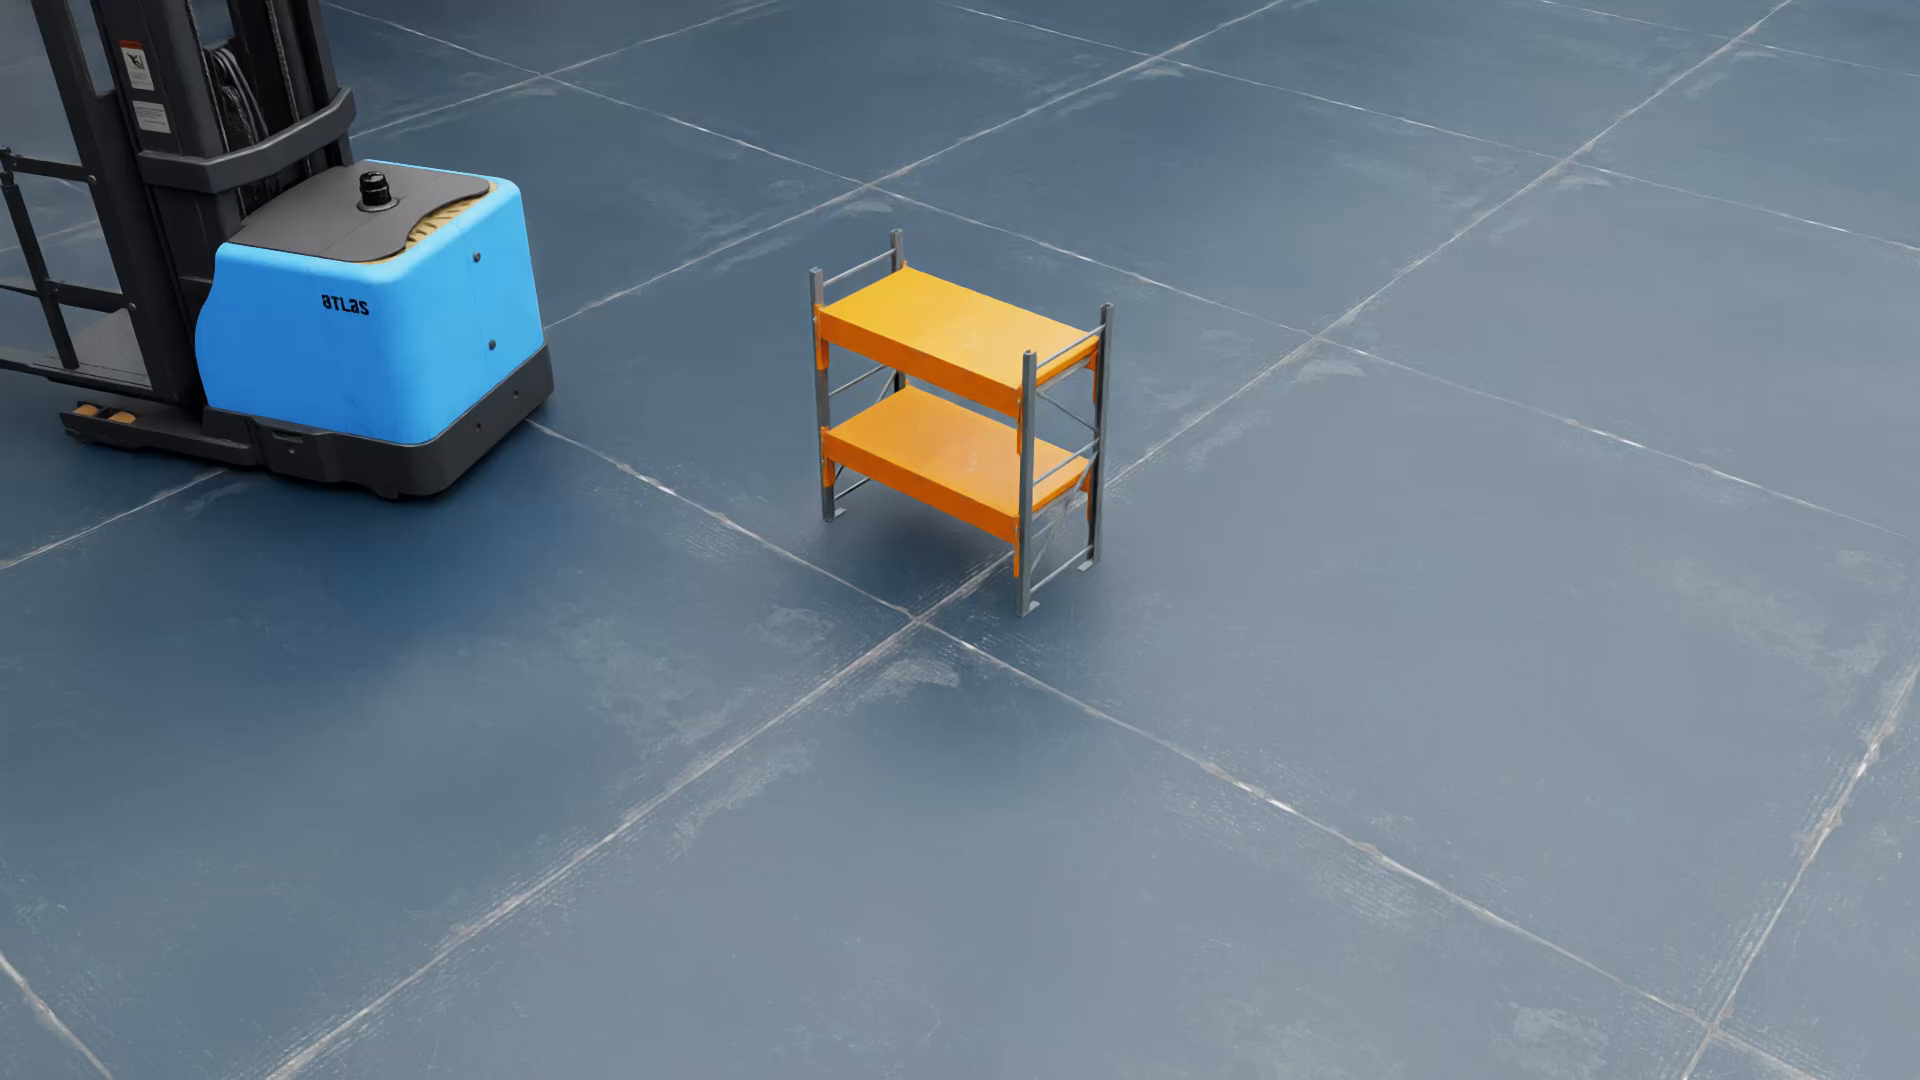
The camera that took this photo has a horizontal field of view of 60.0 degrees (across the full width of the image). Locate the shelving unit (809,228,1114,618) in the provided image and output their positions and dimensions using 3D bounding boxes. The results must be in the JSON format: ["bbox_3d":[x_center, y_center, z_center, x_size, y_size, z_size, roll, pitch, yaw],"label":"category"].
[{"bbox_3d":[-0.005,-0.466,6.435,1.048,1.125,0.538,25,42,32],"label":"shelving unit"}]

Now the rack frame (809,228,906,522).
[{"bbox_3d":[-0.396,-0.650,6.703,0.032,1.125,0.500,25,42,32],"label":"rack frame"}]

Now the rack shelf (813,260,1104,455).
[{"bbox_3d":[-0.005,-0.707,6.269,1.000,0.278,0.538,25,42,32],"label":"rack shelf"}]

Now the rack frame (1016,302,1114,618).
[{"bbox_3d":[0.385,-0.282,6.167,0.032,1.125,0.500,25,42,32],"label":"rack frame"}]

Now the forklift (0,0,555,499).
[{"bbox_3d":[-3.435,-1.874,6.889,3.031,2.935,1.130,11,36,15],"label":"forklift"}]

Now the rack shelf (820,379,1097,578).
[{"bbox_3d":[-0.005,-0.265,6.574,1.000,0.278,0.538,25,42,32],"label":"rack shelf"}]
